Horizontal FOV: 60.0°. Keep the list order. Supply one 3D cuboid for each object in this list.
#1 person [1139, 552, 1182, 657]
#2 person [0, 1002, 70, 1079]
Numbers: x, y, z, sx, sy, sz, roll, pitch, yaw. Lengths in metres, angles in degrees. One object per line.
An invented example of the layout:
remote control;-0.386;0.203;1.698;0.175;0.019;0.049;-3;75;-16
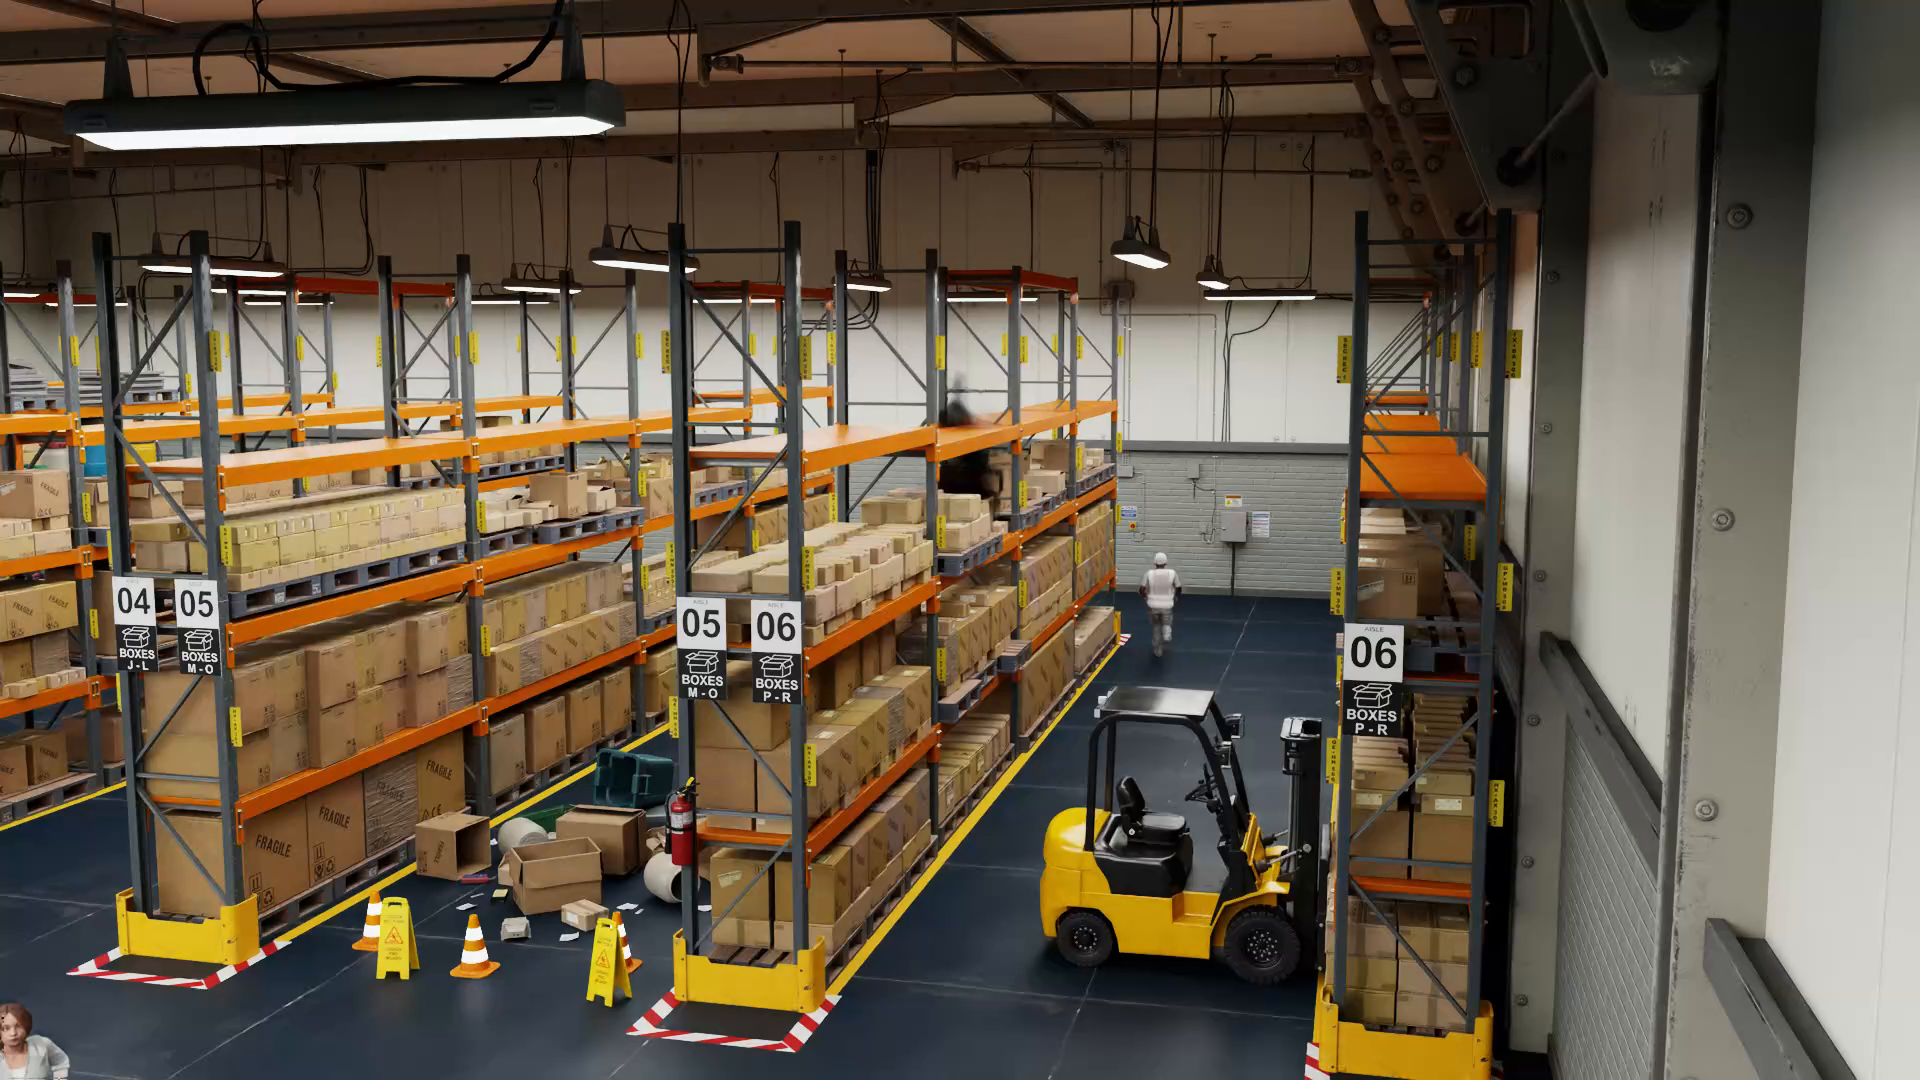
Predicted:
person;3.218;1.047;26.738;0.677;1.731;0.756;1;7;5
person;-5.077;3.266;8.990;0.537;1.596;0.877;-5;8;-33
